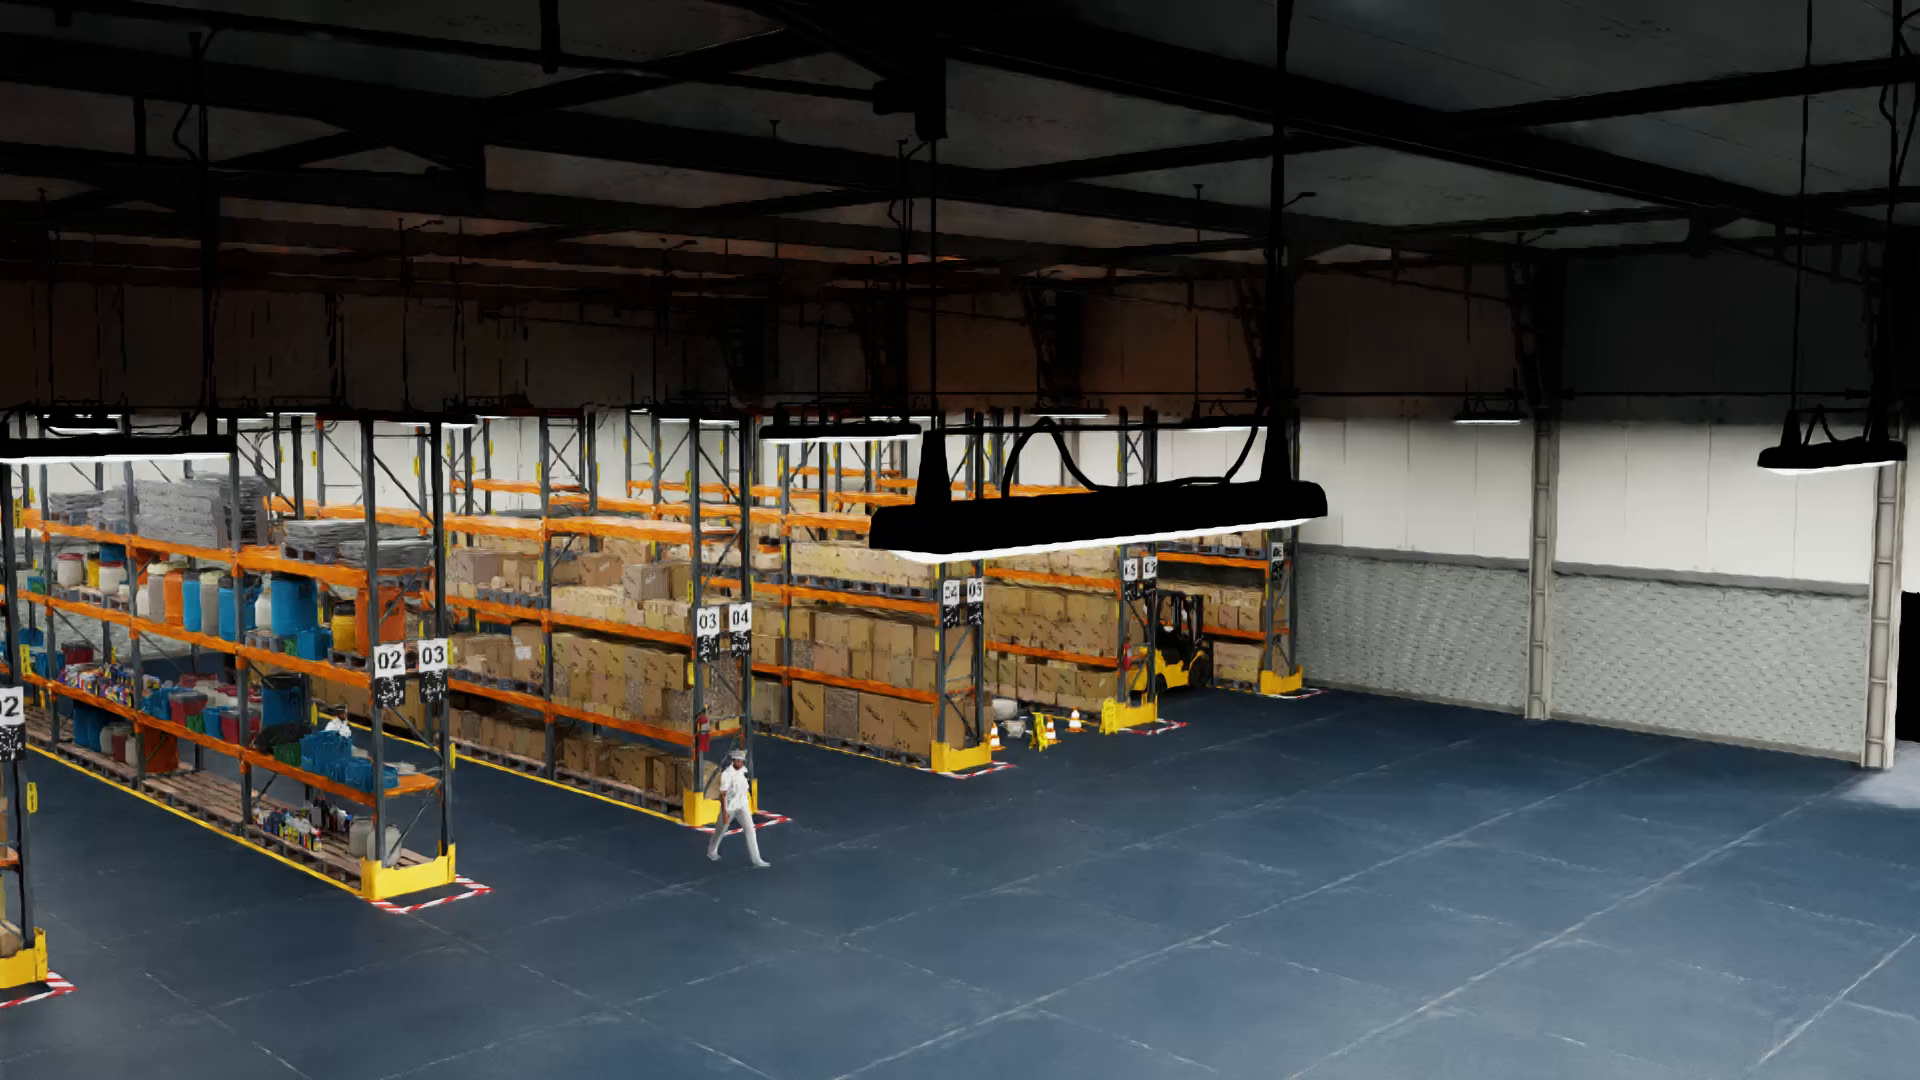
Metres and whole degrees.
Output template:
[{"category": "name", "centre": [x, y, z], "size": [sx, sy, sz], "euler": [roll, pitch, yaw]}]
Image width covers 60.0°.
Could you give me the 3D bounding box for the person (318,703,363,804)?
[{"category": "person", "centre": [-9.476, 3.271, 25.327], "size": [0.701, 1.633, 0.605], "euler": [2, 5, 22]}]

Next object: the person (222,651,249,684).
[{"category": "person", "centre": [-14.256, 2.553, 32.806], "size": [0.584, 1.727, 0.450], "euler": [1, 5, 14]}]

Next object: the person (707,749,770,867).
[{"category": "person", "centre": [-3.006, 3.555, 22.204], "size": [0.456, 1.589, 1.088], "euler": [-5, 7, -43]}]
